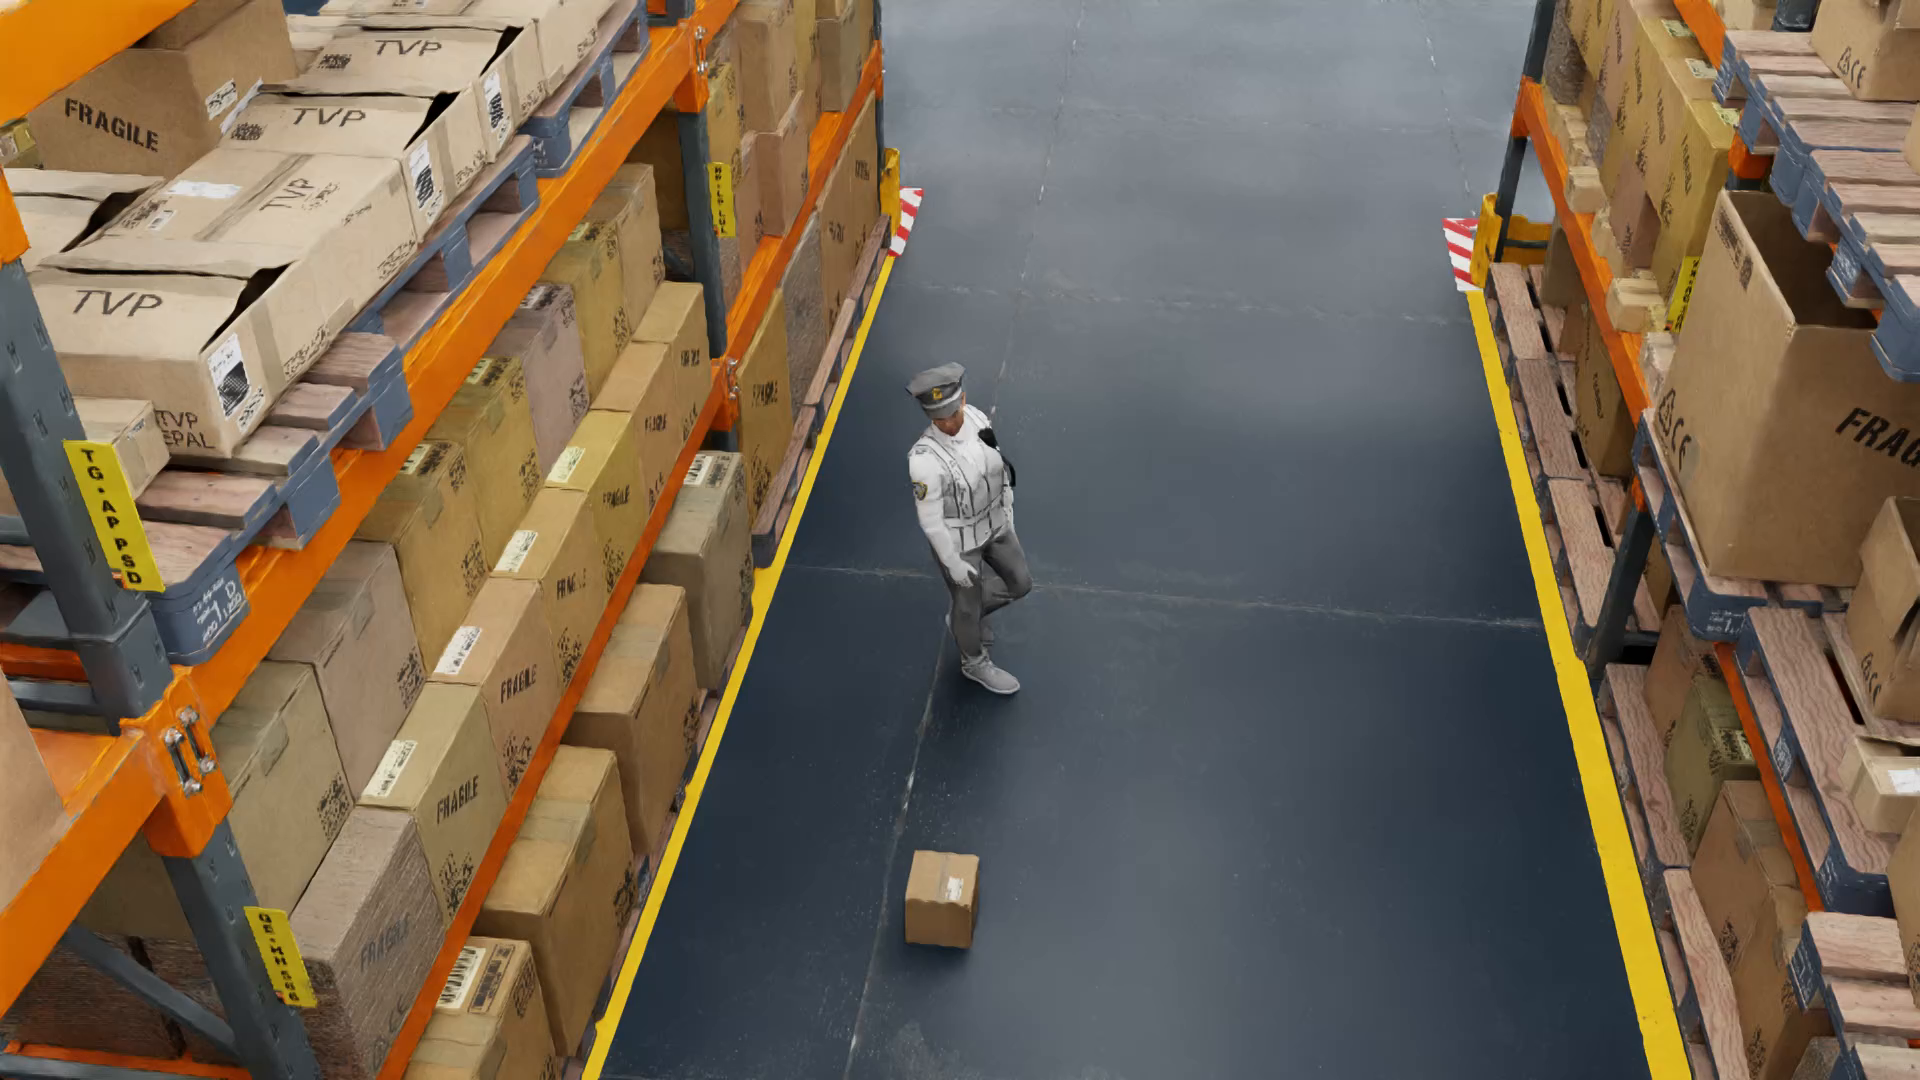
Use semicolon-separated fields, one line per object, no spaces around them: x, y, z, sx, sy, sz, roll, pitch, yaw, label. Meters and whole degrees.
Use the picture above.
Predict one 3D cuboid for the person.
0.041;-0.025;7.065;0.432;1.669;0.554;24;43;29;person
